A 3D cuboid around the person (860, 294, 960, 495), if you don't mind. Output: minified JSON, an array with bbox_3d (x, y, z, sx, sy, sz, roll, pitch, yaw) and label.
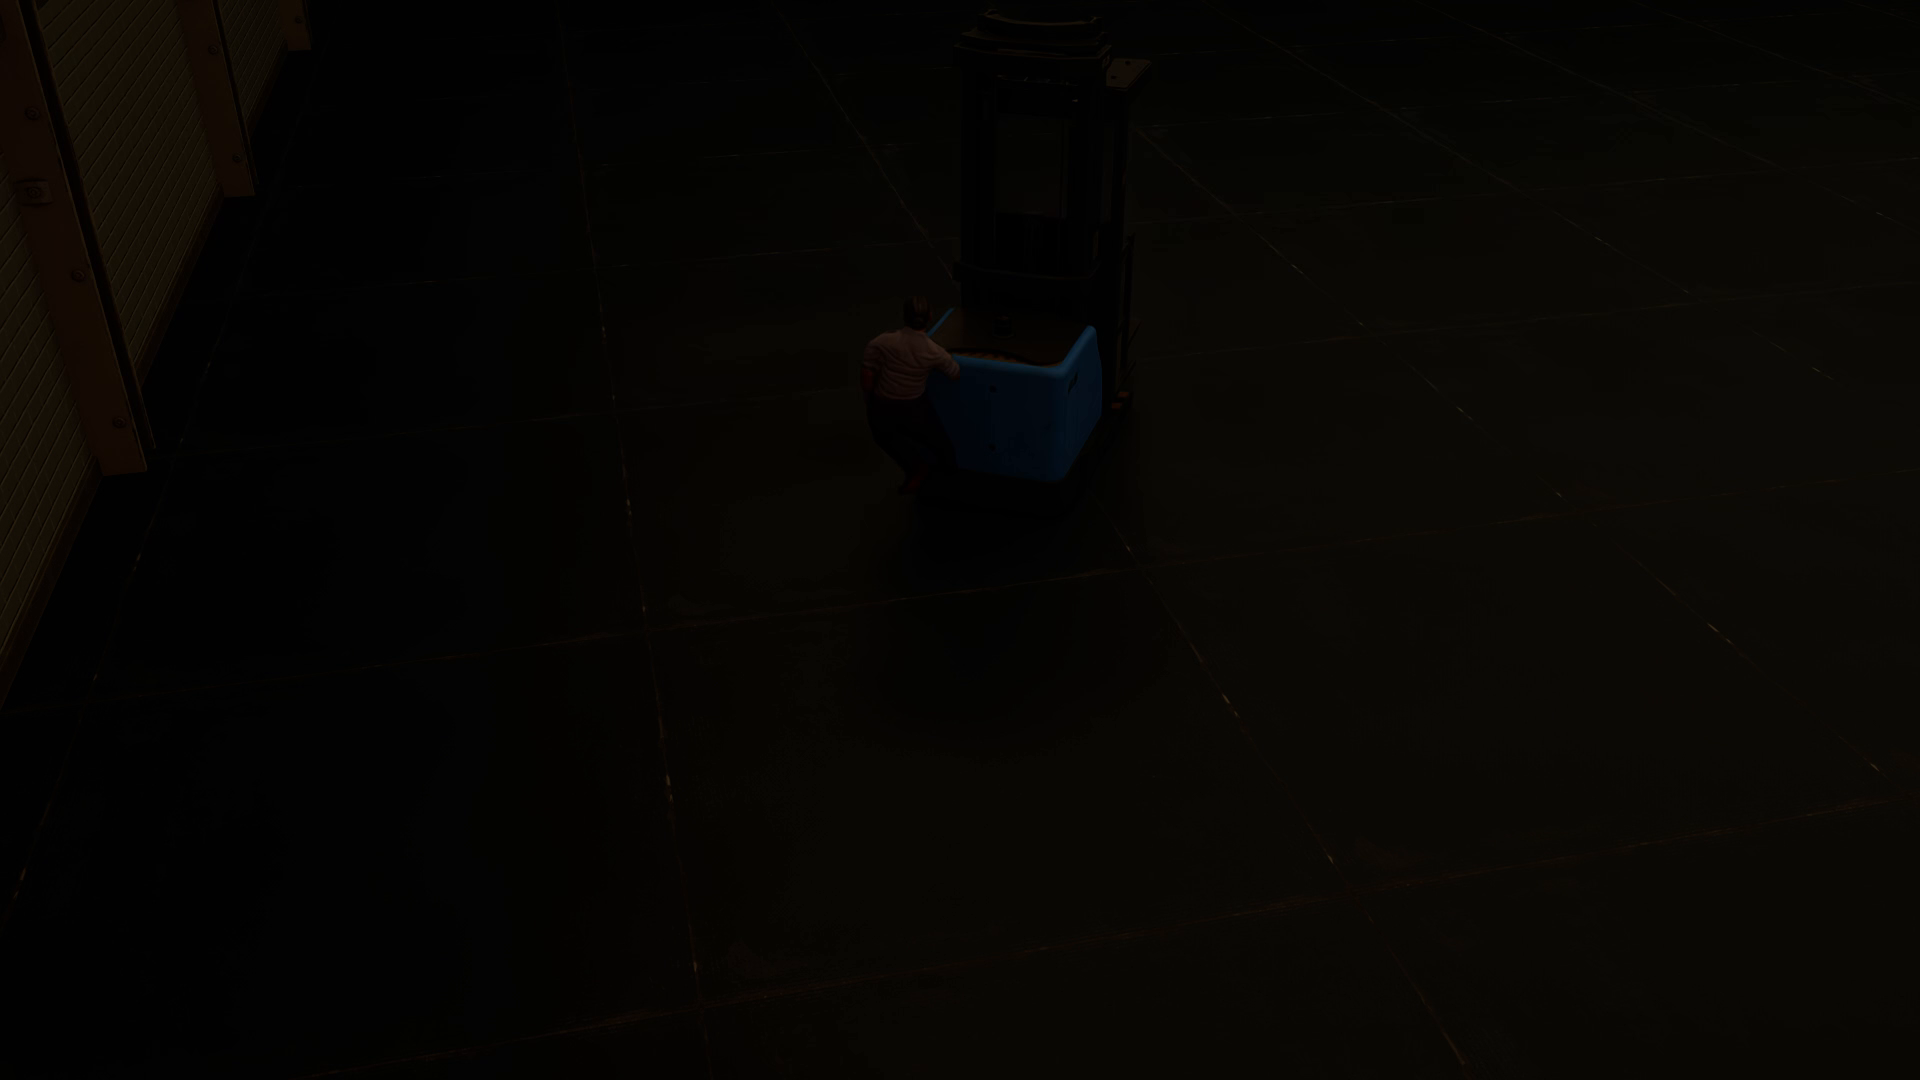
[{"bbox_3d":[-0.235,-0.899,10.529,0.741,1.536,0.661,2,30,3],"label":"person"}]

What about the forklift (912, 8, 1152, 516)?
[{"bbox_3d":[0.622,-2.146,11.281,1.130,2.935,3.031,9,31,16],"label":"forklift"}]
